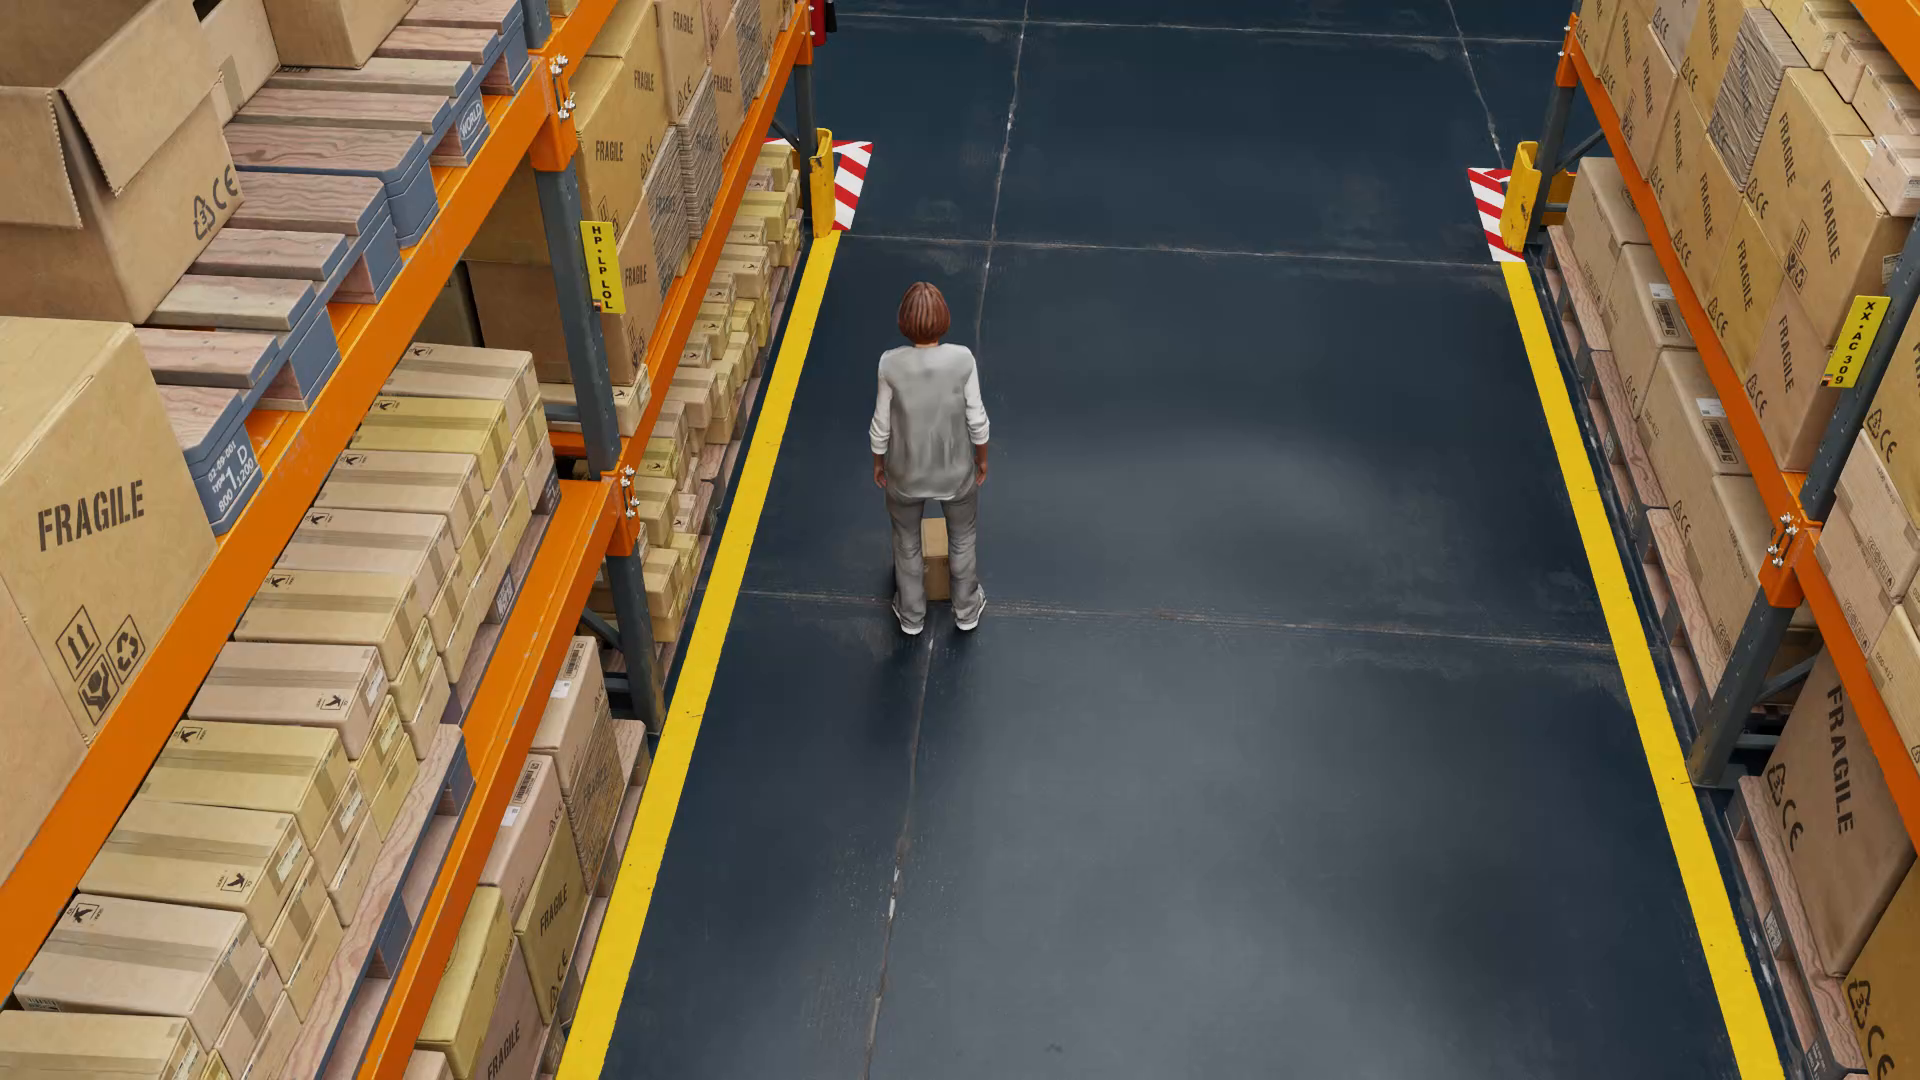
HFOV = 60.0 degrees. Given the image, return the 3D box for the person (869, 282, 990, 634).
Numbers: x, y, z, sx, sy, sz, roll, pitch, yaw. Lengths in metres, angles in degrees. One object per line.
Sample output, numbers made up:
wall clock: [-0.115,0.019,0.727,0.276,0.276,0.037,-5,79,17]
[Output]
person: [-0.116,-0.272,6.482,0.462,1.593,0.343,-2,41,-2]
